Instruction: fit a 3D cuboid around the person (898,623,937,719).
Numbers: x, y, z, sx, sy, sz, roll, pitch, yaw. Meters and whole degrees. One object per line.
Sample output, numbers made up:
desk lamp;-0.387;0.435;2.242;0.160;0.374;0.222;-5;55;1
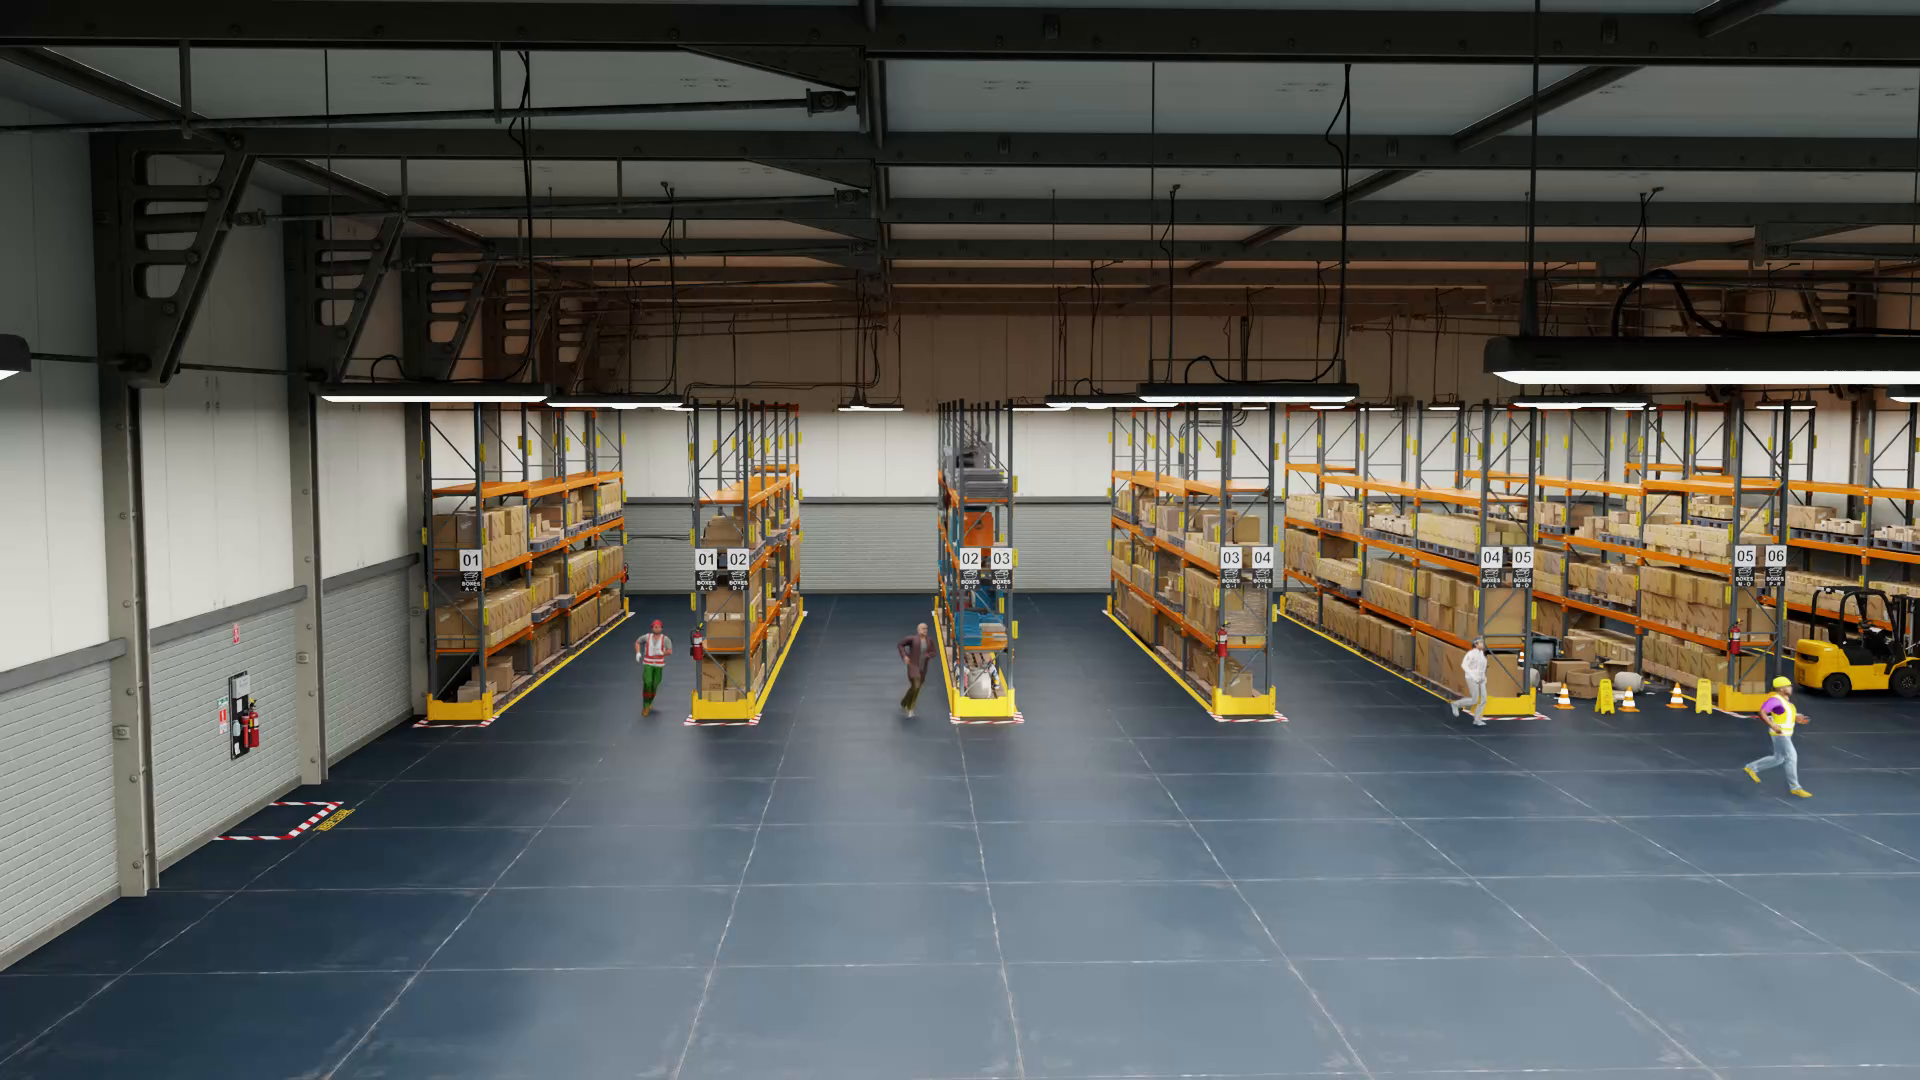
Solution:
person;-0.793;2.475;31.532;0.678;1.827;0.704;-3;5;-33

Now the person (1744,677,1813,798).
person;12.340;2.938;25.042;0.968;1.773;0.700;3;5;35

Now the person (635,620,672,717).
person;-5.848;2.432;31.824;0.672;1.813;0.741;-1;5;-19

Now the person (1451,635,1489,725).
person;9.509;2.568;30.775;0.674;1.645;0.694;-4;6;-42
